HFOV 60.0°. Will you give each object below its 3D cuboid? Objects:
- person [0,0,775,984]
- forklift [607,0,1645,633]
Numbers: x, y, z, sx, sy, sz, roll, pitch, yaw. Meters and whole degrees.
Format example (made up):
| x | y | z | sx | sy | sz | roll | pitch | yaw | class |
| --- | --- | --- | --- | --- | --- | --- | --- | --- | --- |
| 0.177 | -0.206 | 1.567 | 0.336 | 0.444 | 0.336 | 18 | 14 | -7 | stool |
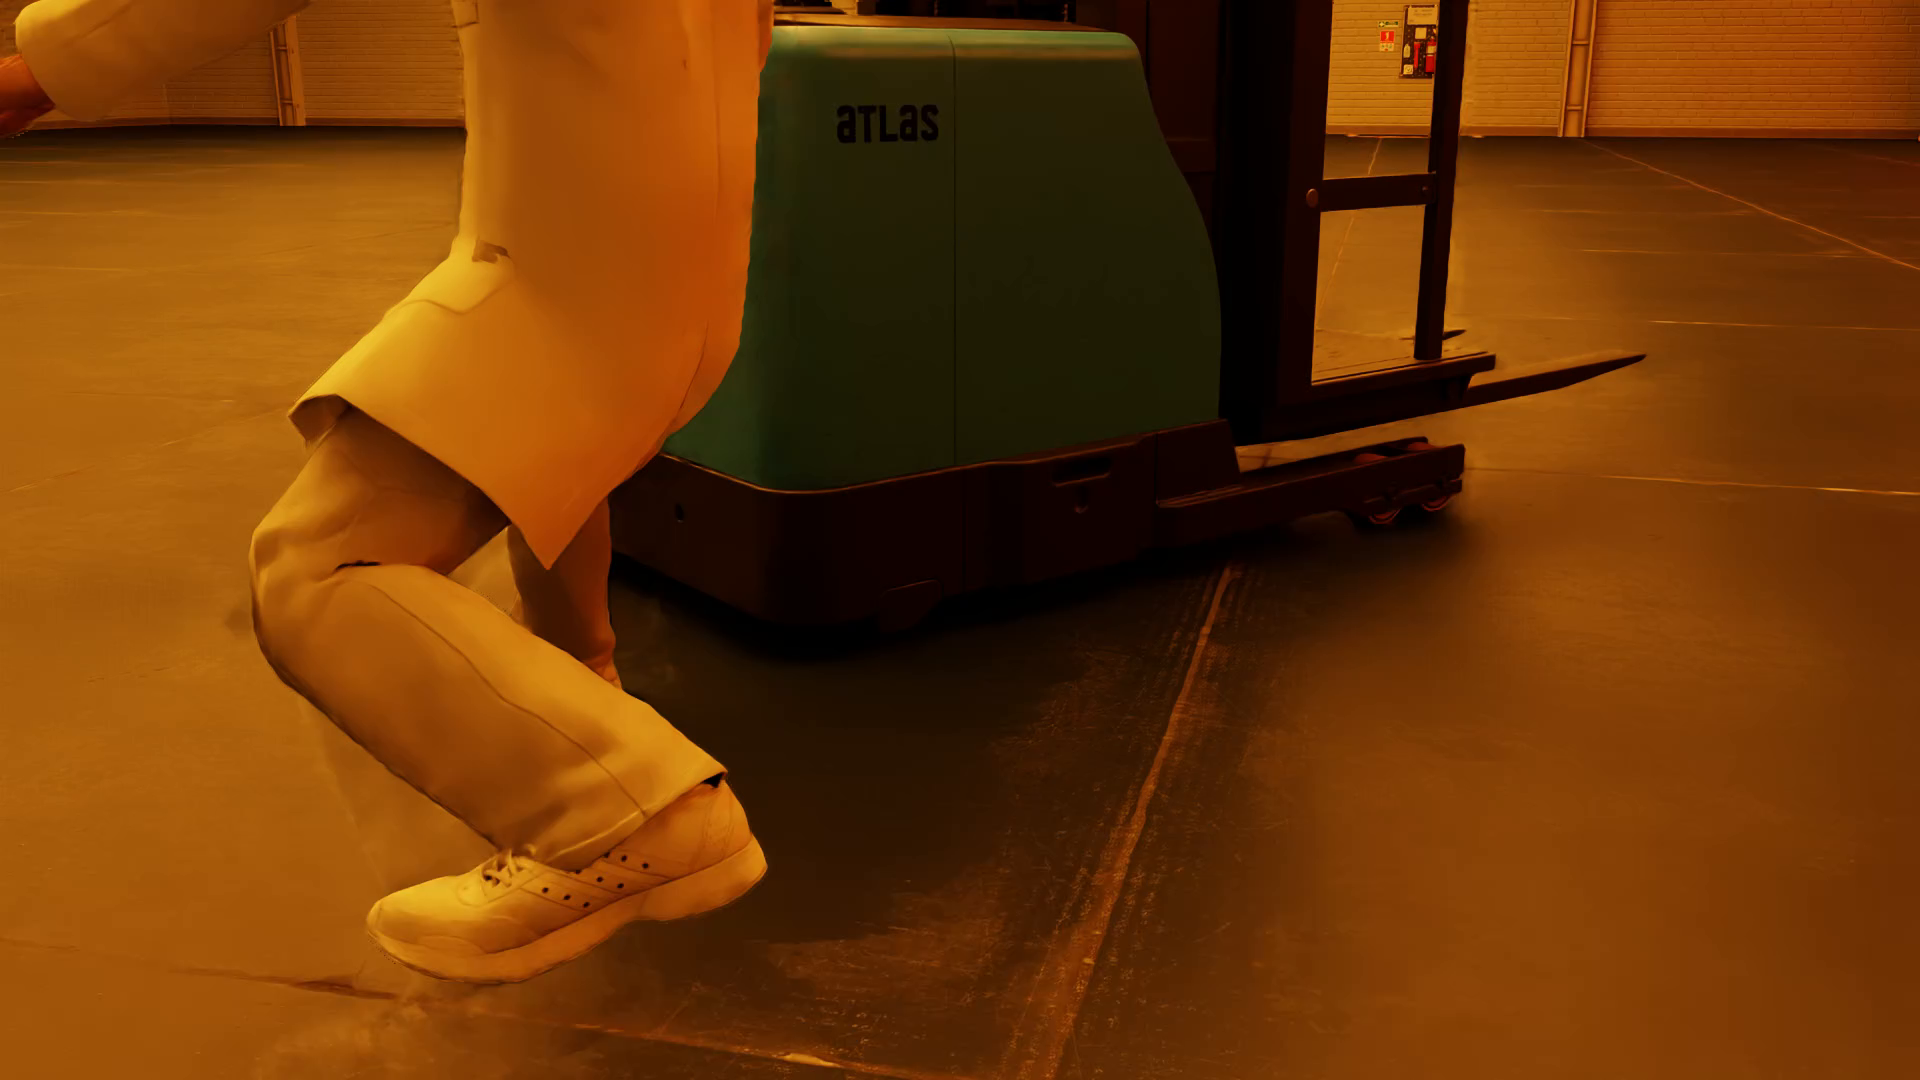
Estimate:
| x | y | z | sx | sy | sz | roll | pitch | yaw | class |
| --- | --- | --- | --- | --- | --- | --- | --- | --- | --- |
| -0.578 | -0.336 | 1.974 | 1.067 | 1.557 | 1.170 | 6 | 17 | 19 | person |
| 0.572 | -1.545 | 3.780 | 3.031 | 2.935 | 1.130 | -12 | 20 | -37 | forklift |
